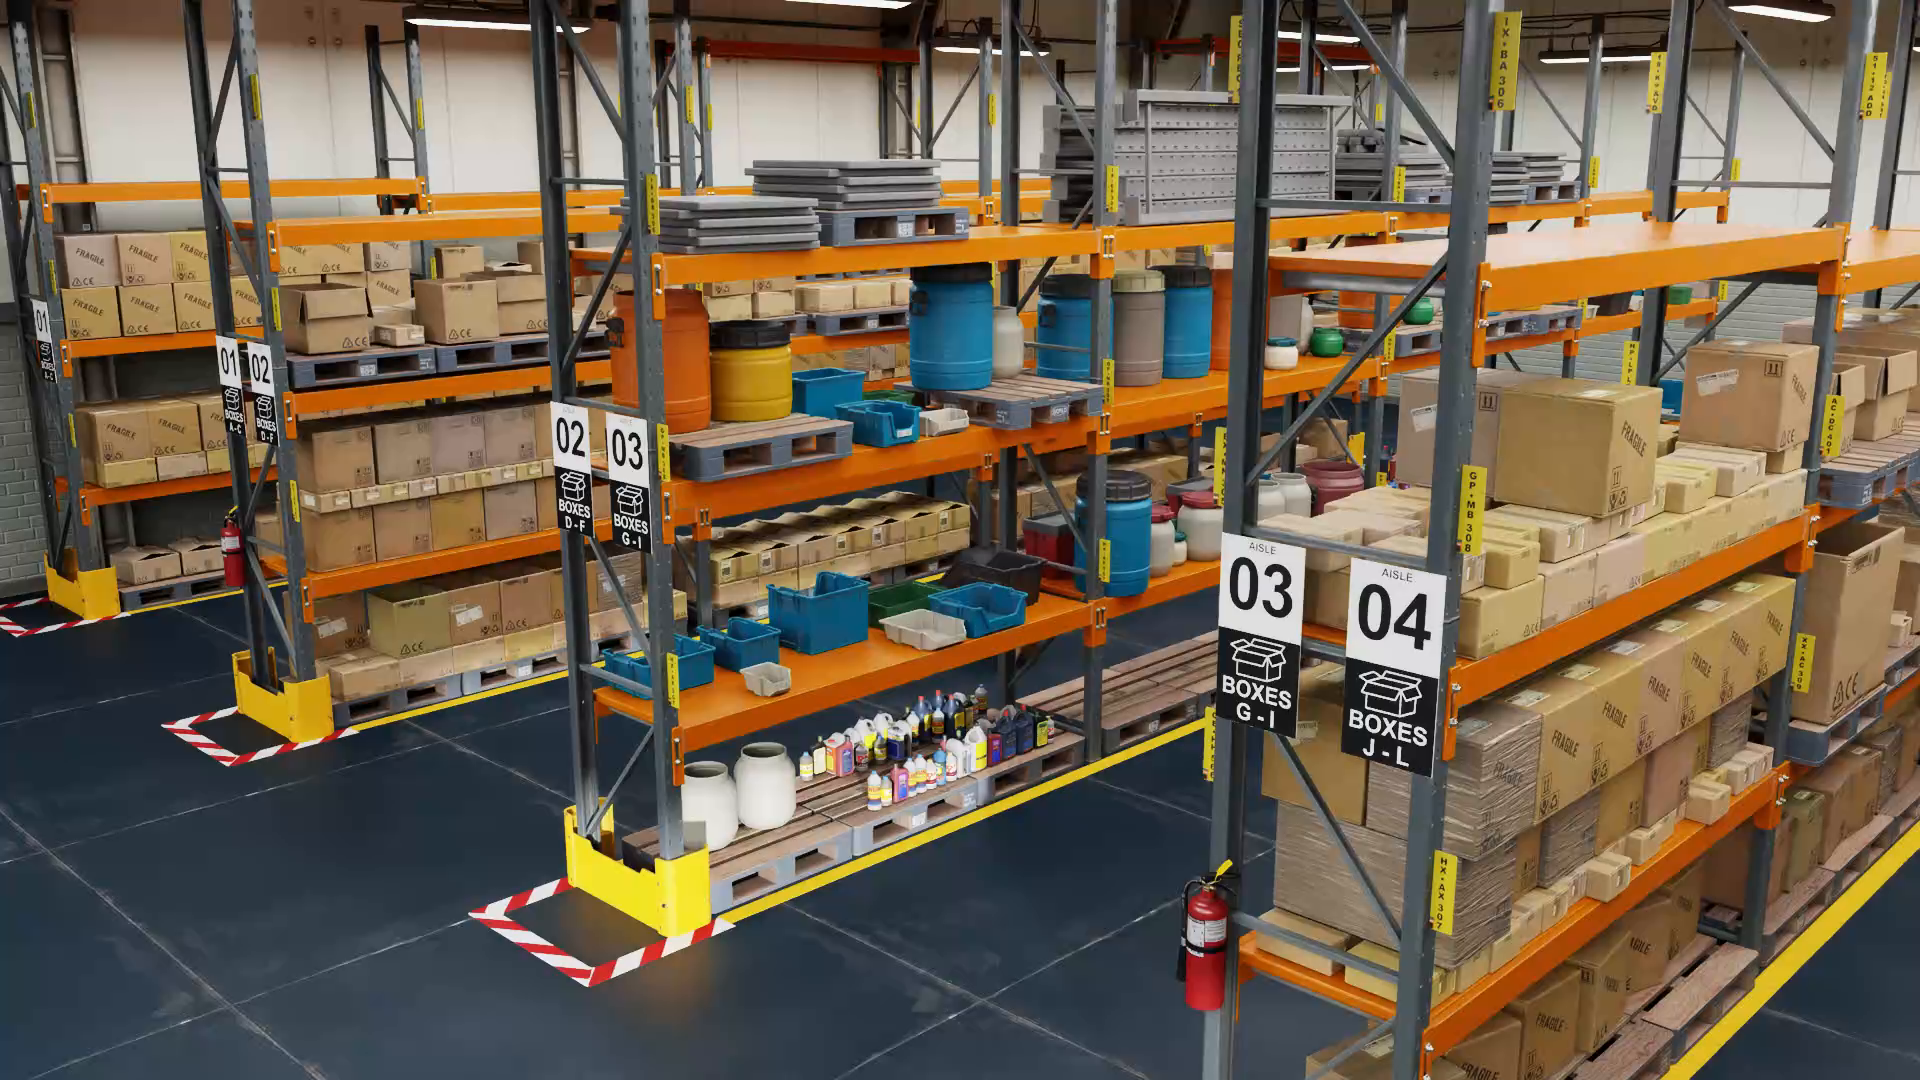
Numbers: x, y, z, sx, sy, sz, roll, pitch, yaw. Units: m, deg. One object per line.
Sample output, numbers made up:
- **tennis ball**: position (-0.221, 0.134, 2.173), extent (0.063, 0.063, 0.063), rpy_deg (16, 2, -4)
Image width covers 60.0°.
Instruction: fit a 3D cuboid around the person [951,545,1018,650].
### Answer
- **person**: position (0.360, 0.586, 15.599), extent (0.950, 1.027, 0.493), rpy_deg (12, 18, 40)
